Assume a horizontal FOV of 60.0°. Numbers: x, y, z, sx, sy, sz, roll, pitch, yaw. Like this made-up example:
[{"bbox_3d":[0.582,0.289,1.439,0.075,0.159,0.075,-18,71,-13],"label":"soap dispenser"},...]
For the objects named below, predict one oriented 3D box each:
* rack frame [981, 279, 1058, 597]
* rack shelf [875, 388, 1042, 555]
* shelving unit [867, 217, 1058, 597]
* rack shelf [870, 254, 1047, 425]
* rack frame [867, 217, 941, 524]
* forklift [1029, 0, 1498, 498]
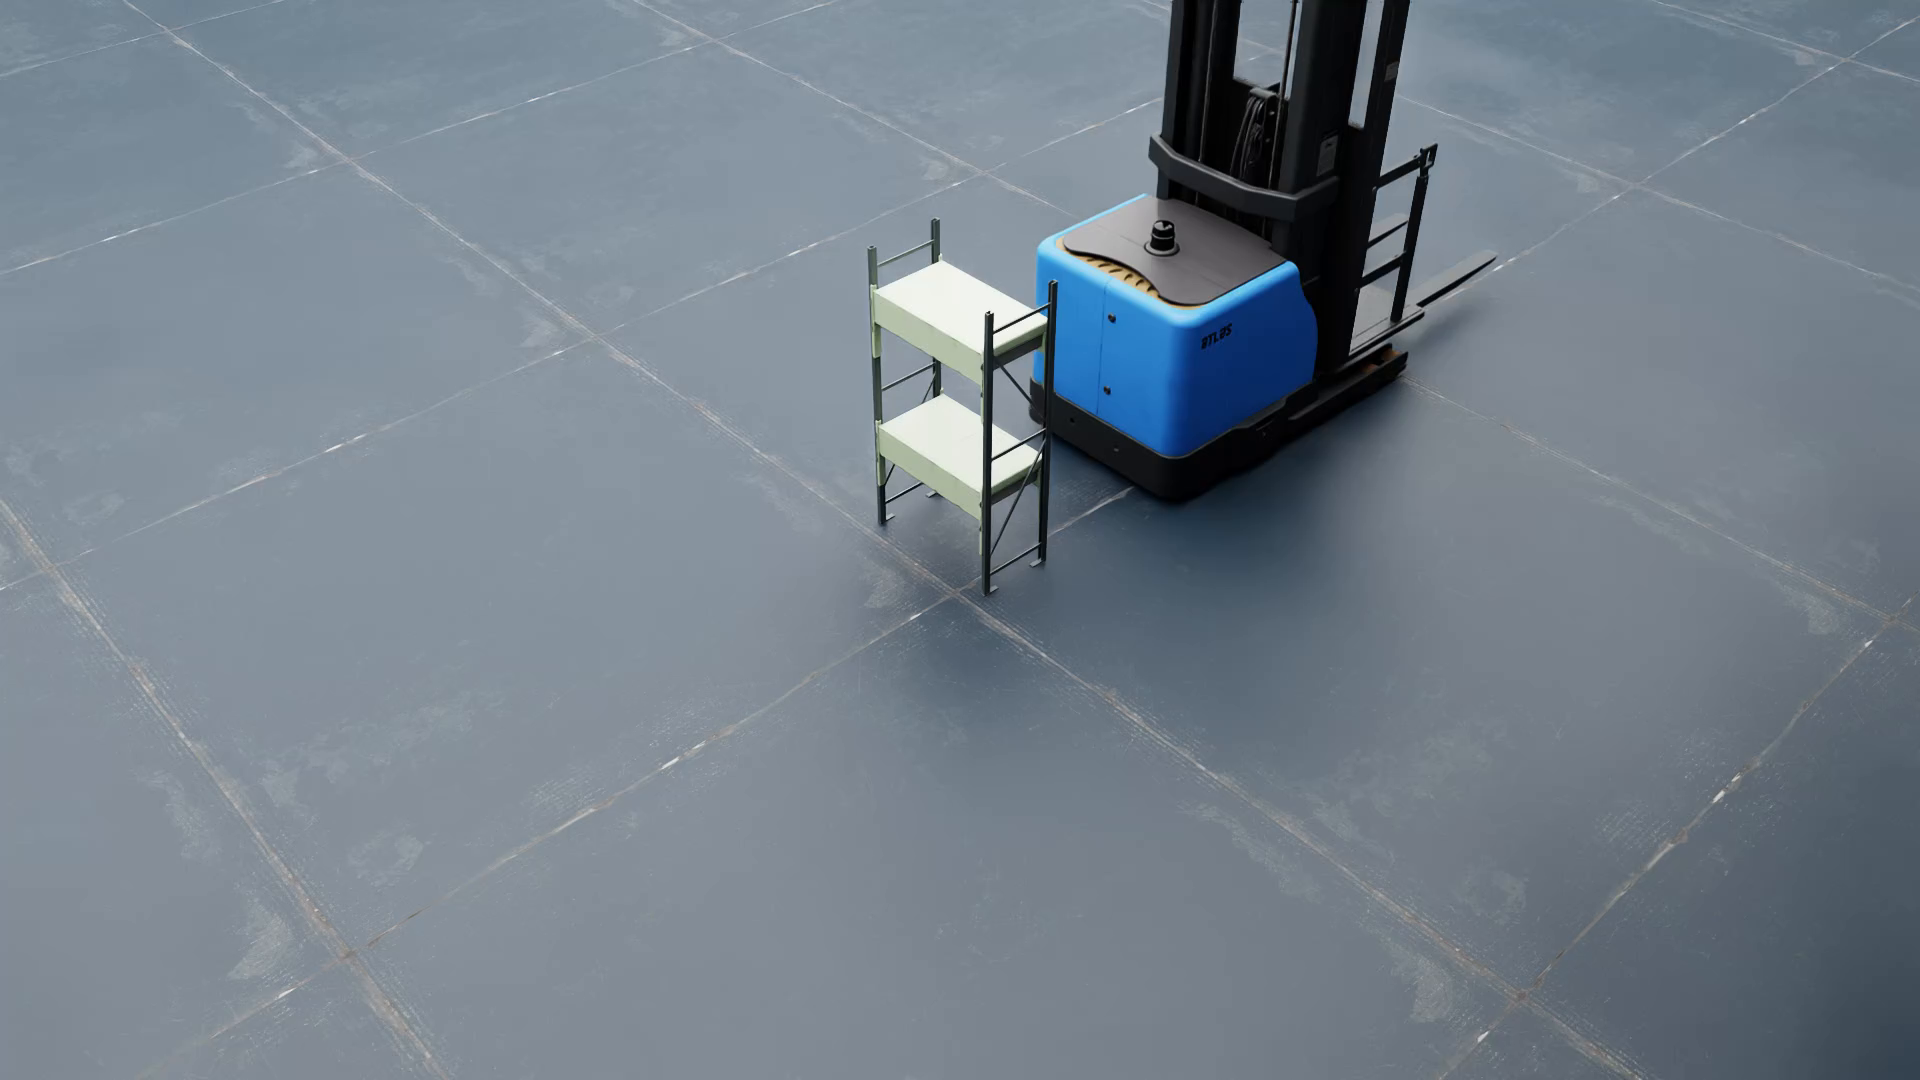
[{"bbox_3d":[0.252,-0.411,7.273,0.400,1.500,0.023,-30,48,-32],"label":"rack frame"},{"bbox_3d":[0.005,-0.327,7.688,0.431,0.370,0.720,-30,48,-32],"label":"rack shelf"},{"bbox_3d":[0.005,-0.580,7.483,0.431,1.500,0.755,-30,48,-32],"label":"shelving unit"},{"bbox_3d":[0.005,-0.884,7.238,0.431,0.370,0.720,-30,48,-32],"label":"rack shelf"},{"bbox_3d":[-0.243,-0.750,7.693,0.400,1.500,0.023,-30,48,-32],"label":"rack frame"},{"bbox_3d":[1.786,-2.145,8.281,3.031,2.935,1.130,-30,48,-32],"label":"forklift"}]
